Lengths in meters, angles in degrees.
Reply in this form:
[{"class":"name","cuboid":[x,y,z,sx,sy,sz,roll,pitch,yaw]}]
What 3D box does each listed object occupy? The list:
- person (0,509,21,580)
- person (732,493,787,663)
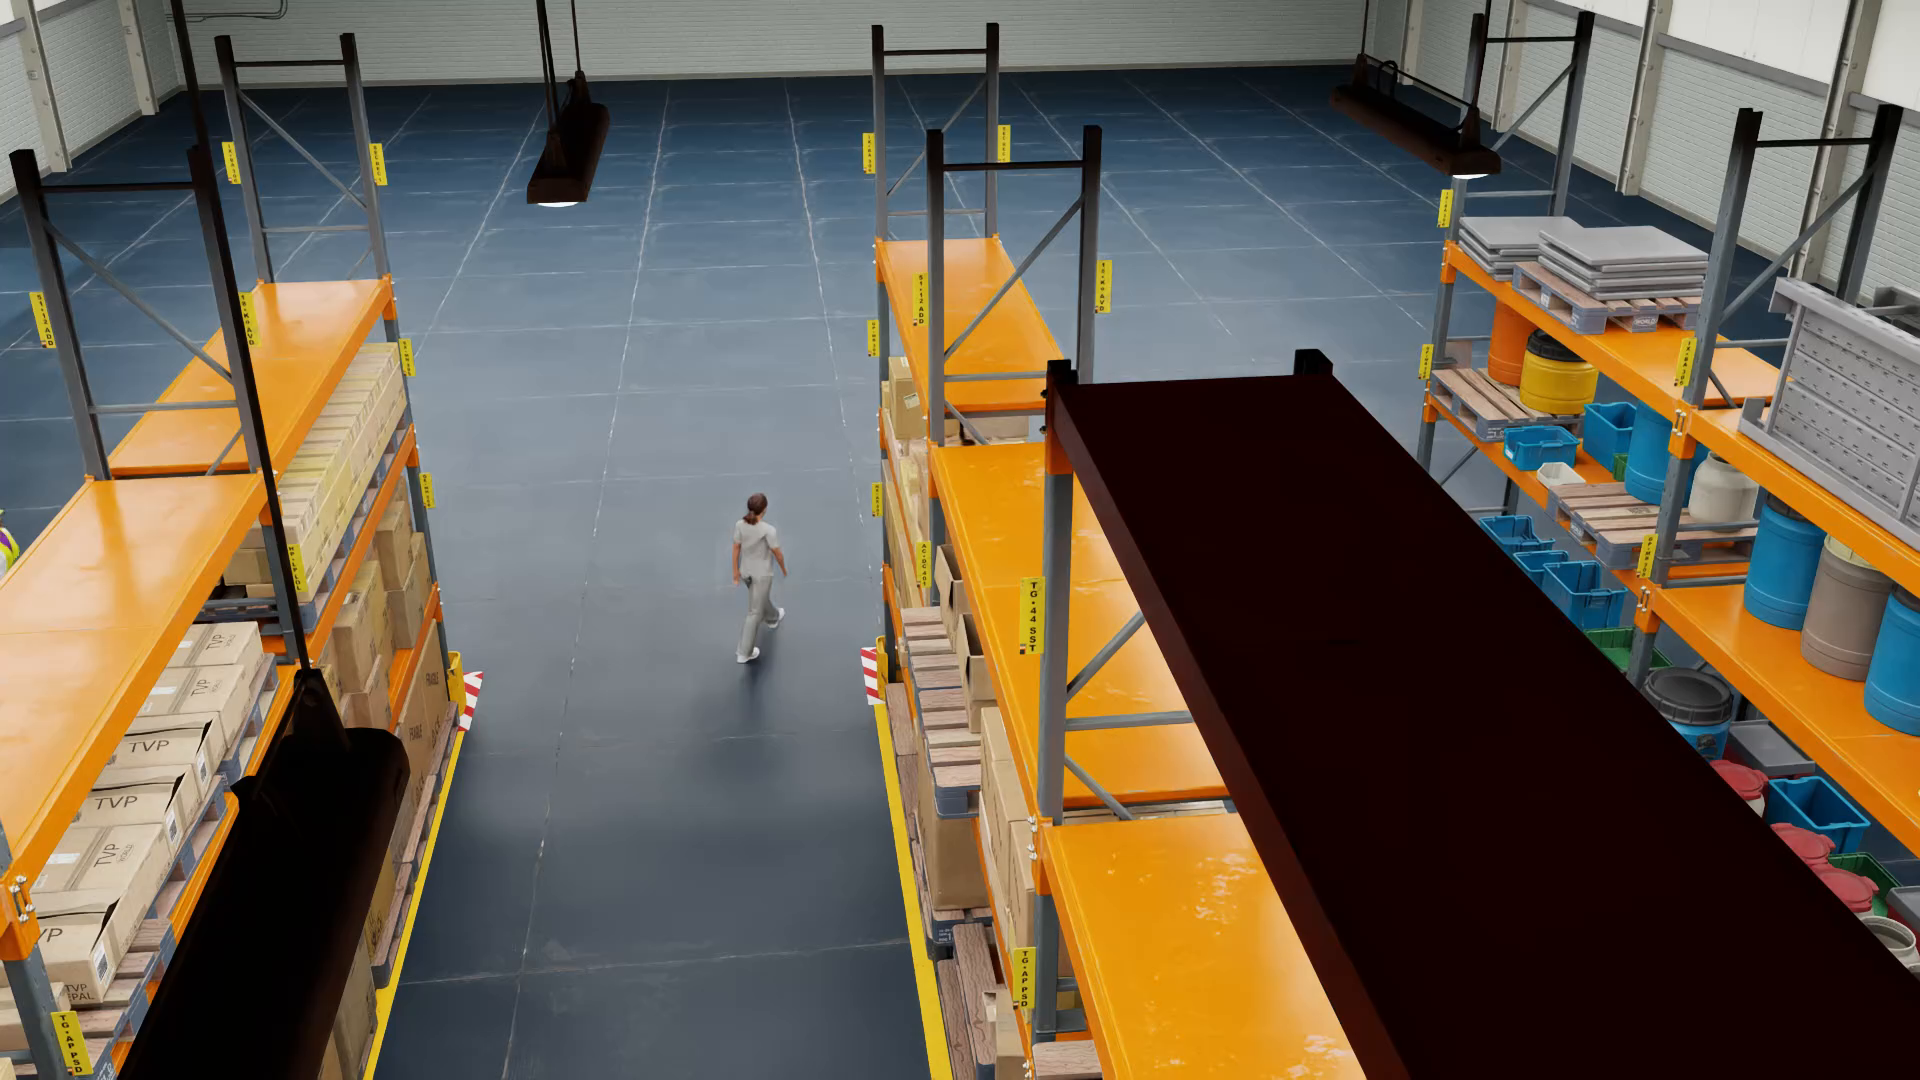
[{"class":"person","cuboid":[-8.986,0.434,15.585,1.019,1.731,0.571,-3,26,-6]},{"class":"person","cuboid":[-1.888,0.279,15.978,0.466,1.624,1.012,15,29,28]}]
